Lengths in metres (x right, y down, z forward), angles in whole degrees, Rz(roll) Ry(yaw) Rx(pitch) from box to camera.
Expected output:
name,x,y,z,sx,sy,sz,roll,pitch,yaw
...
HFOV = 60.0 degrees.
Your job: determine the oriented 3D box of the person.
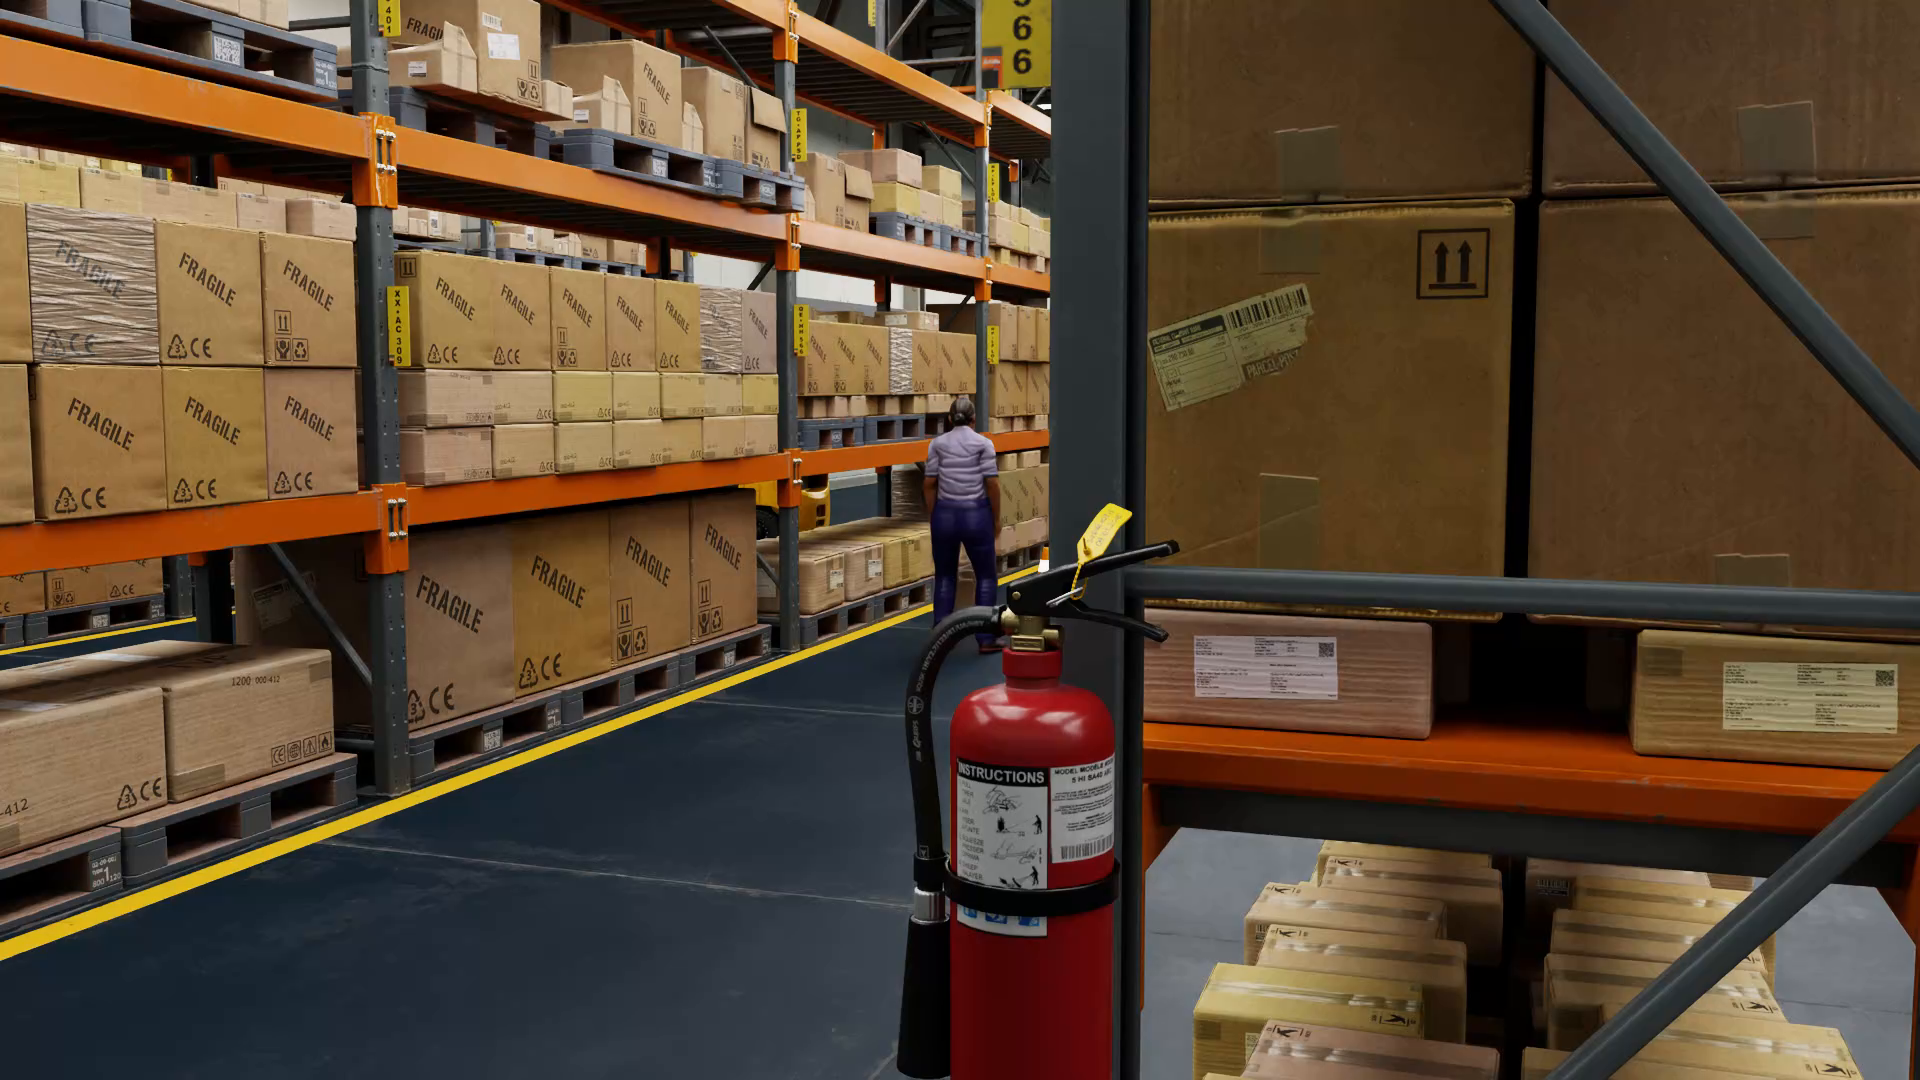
name,x,y,z,sx,sy,sz,roll,pitch,yaw
person,0.028,-0.096,10.811,0.532,1.654,0.368,1,5,15
